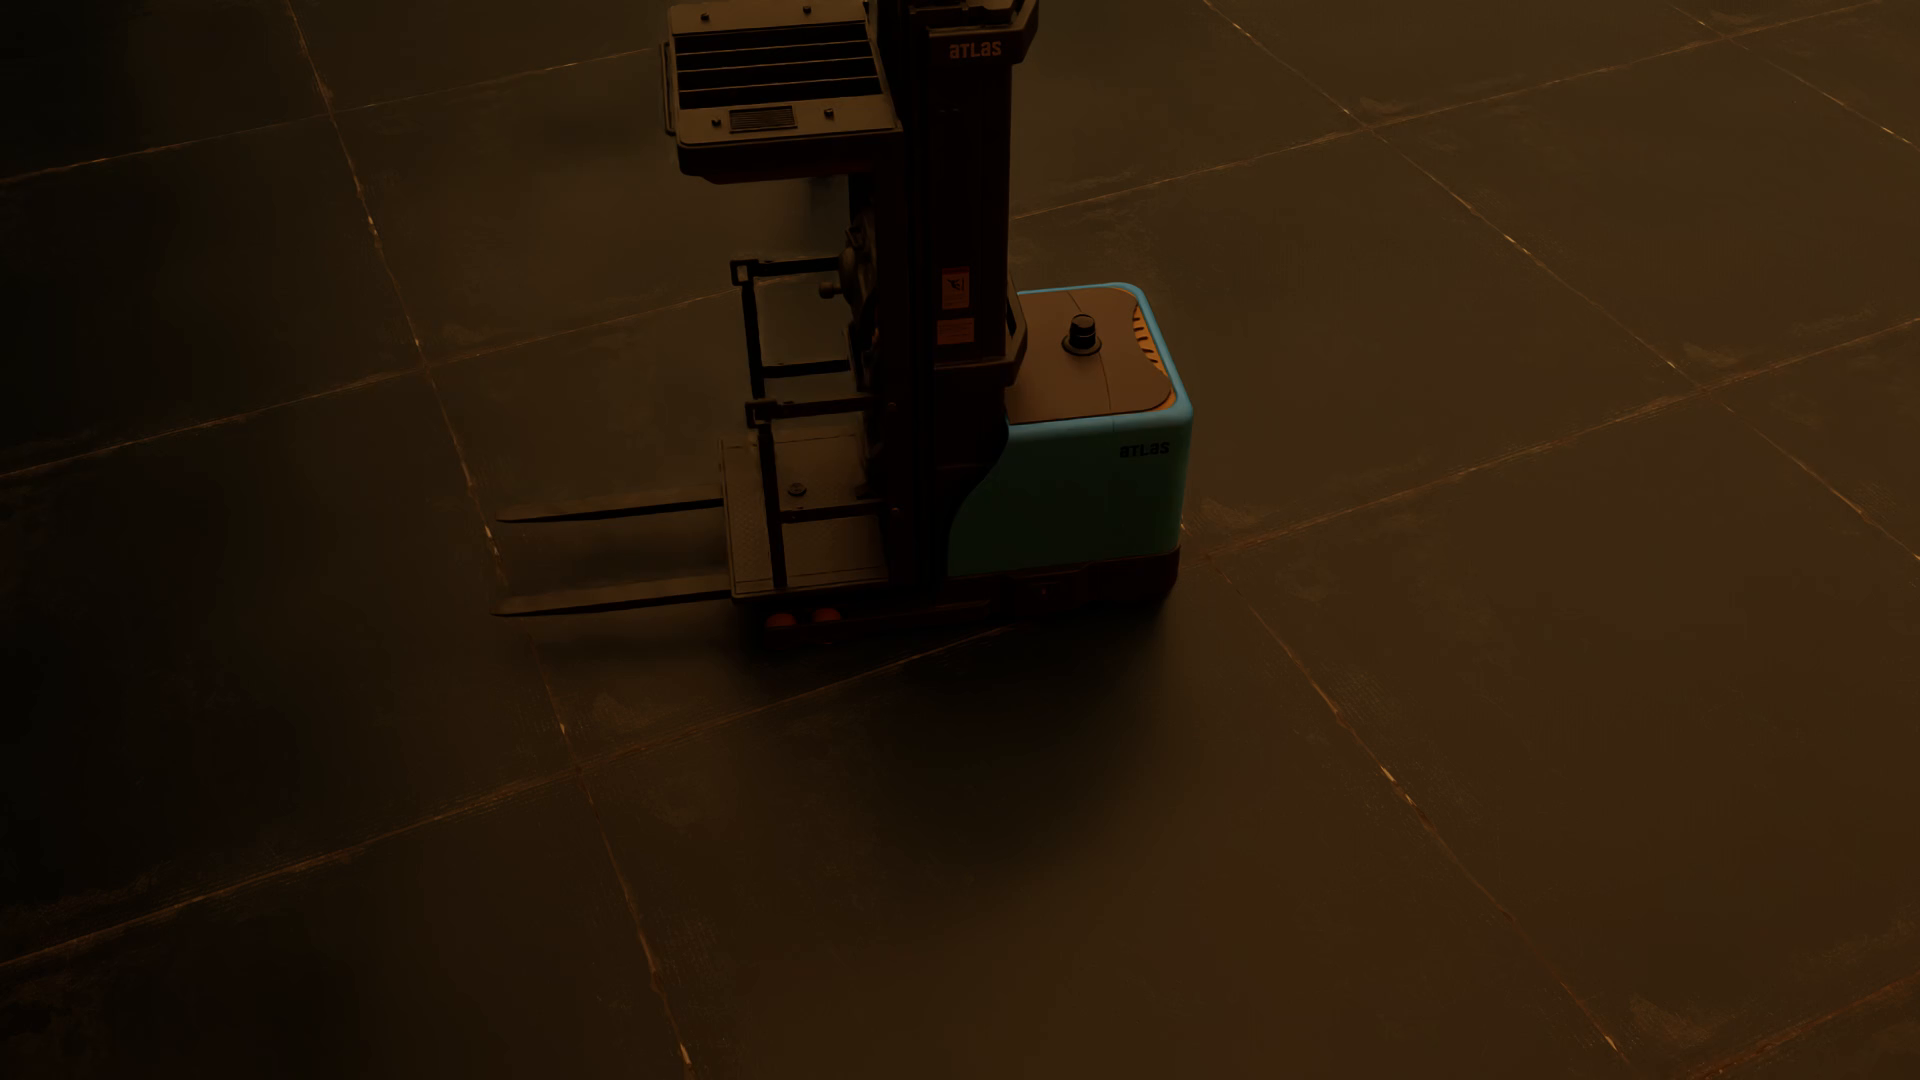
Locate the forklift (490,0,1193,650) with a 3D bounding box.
[{"bbox_3d":[-0.584,-0.978,6.728,3.031,2.935,1.130,-6,43,-7],"label":"forklift"}]
